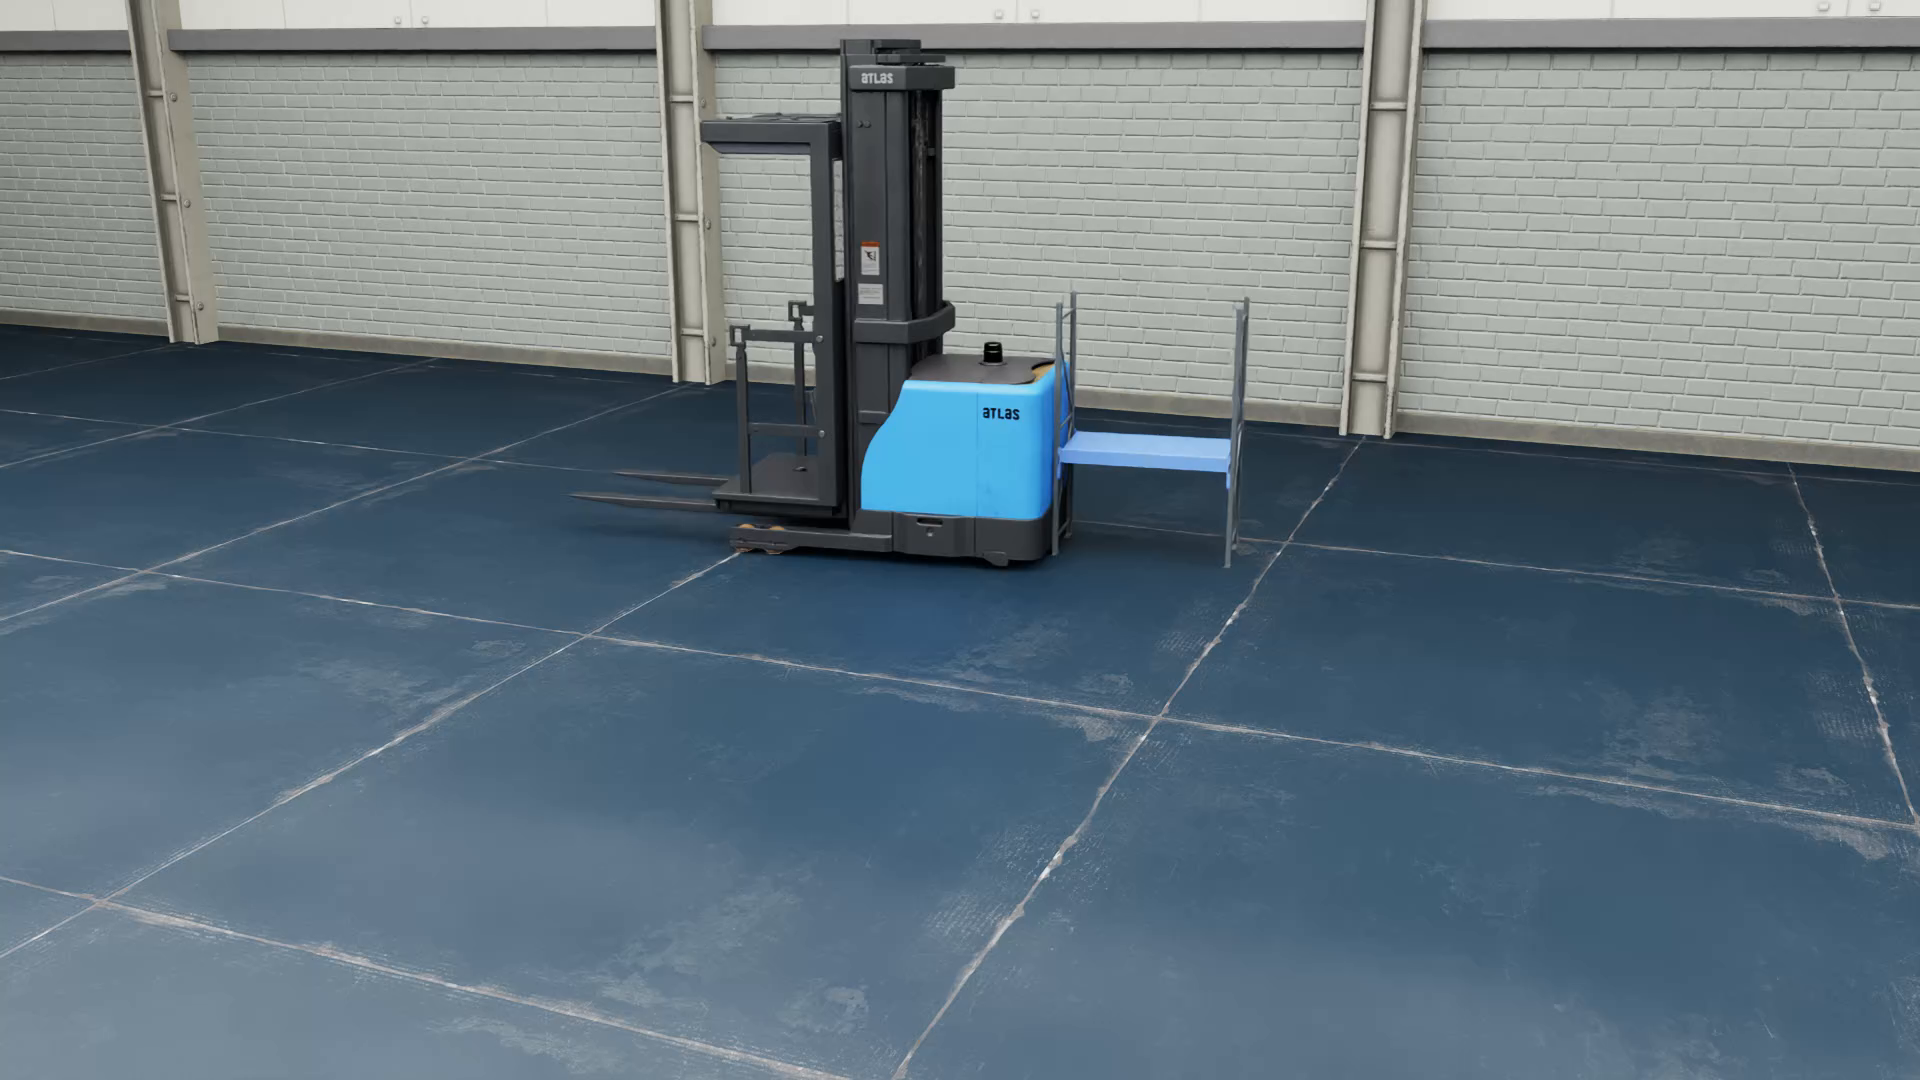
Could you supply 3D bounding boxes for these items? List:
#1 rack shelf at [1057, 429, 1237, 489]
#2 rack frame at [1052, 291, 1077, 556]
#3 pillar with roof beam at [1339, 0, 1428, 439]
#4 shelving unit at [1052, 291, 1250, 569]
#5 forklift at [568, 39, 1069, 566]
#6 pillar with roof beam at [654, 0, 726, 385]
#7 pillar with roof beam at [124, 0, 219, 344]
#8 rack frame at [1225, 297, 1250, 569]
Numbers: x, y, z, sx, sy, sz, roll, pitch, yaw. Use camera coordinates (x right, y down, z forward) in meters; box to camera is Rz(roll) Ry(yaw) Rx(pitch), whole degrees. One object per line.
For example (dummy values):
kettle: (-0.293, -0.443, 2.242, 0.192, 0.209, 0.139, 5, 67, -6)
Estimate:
rack shelf: (1.113, -0.485, 9.799, 1.000, 0.185, 0.538, 4, 17, 14)
rack frame: (0.620, -0.692, 9.868, 0.032, 1.500, 0.500, 4, 17, 14)
pillar with roof beam: (1.626, -4.049, 7.981, 0.400, 9.000, 9.100, 6, 17, 21)
shelving unit: (1.113, -0.658, 9.748, 1.048, 1.500, 0.538, 4, 17, 14)
forklift: (-0.888, -1.458, 9.938, 3.031, 2.935, 1.130, 4, 17, 14)
pillar with roof beam: (-3.956, -4.663, 10.095, 0.400, 9.000, 9.100, 6, 17, 21)
pillar with roof beam: (-9.537, -5.277, 12.209, 0.400, 9.000, 9.100, 6, 17, 21)
rack frame: (1.606, -0.623, 9.629, 0.032, 1.500, 0.500, 4, 17, 14)
